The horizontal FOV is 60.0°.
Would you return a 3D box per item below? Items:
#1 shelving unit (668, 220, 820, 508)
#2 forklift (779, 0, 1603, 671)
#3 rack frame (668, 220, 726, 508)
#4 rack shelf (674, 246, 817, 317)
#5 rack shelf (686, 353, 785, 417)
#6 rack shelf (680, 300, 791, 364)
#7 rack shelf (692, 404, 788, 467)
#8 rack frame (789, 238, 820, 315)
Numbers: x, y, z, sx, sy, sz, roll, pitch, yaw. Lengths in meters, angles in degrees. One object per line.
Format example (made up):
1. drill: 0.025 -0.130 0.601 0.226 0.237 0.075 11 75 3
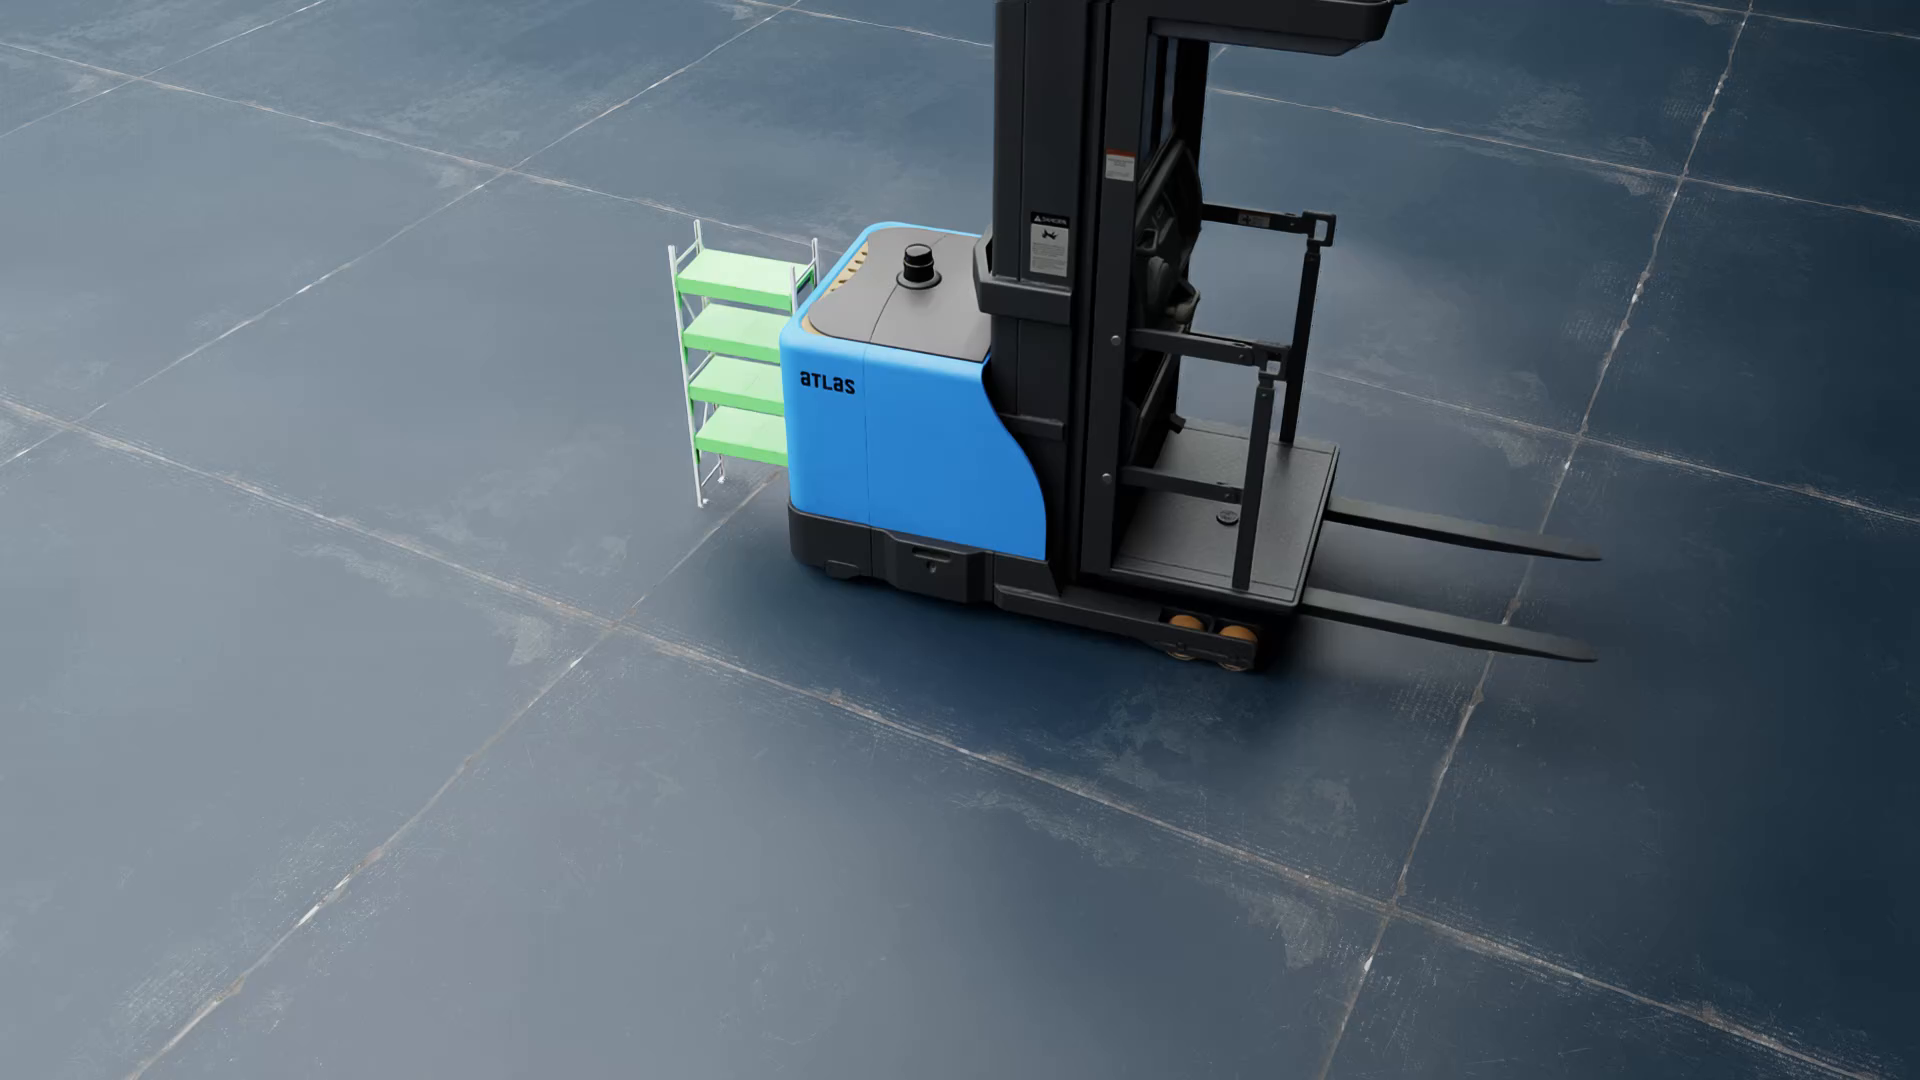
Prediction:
1. shelving unit: -0.813 -0.635 6.595 0.503 1.200 0.258 11 39 15
2. forklift: 0.905 -1.048 5.707 3.031 2.935 1.130 11 39 15
3. rack frame: -1.044 -0.682 6.656 0.015 1.200 0.240 11 39 15
4. rack shelf: -0.813 -0.967 6.343 0.480 0.148 0.258 11 39 15
5. rack shelf: -0.813 -0.585 6.633 0.480 0.148 0.258 11 39 15
6. rack shelf: -0.813 -0.776 6.488 0.480 0.148 0.258 11 39 15
7. rack shelf: -0.813 -0.393 6.778 0.480 0.148 0.258 11 39 15
8. rack frame: -0.581 -0.589 6.533 0.015 1.200 0.240 11 39 15
